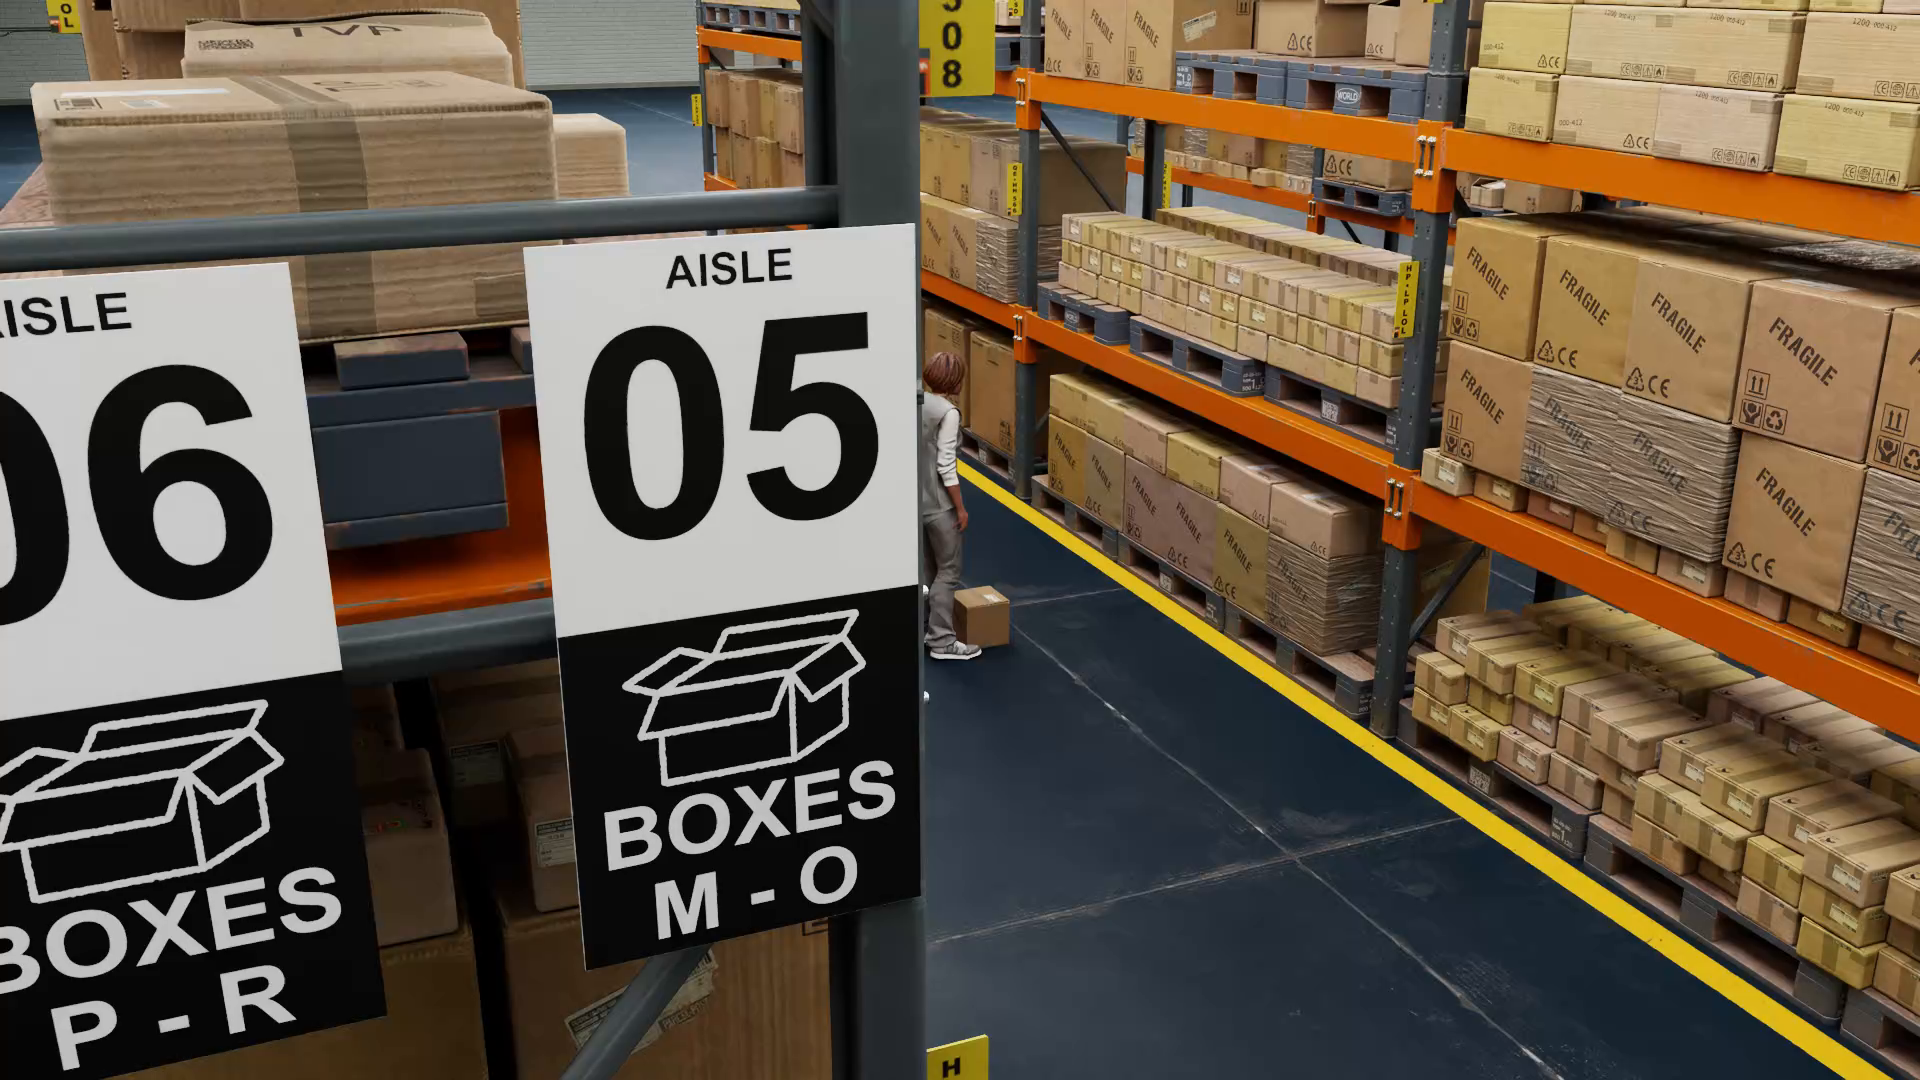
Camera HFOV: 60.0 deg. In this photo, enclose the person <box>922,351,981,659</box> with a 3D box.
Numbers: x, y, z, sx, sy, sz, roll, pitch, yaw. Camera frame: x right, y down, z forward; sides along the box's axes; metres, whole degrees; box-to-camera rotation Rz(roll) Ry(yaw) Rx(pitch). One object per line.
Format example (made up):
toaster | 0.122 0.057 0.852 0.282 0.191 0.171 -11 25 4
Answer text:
person | -0.119 -0.183 8.609 0.341 1.594 0.482 -9 21 -24
